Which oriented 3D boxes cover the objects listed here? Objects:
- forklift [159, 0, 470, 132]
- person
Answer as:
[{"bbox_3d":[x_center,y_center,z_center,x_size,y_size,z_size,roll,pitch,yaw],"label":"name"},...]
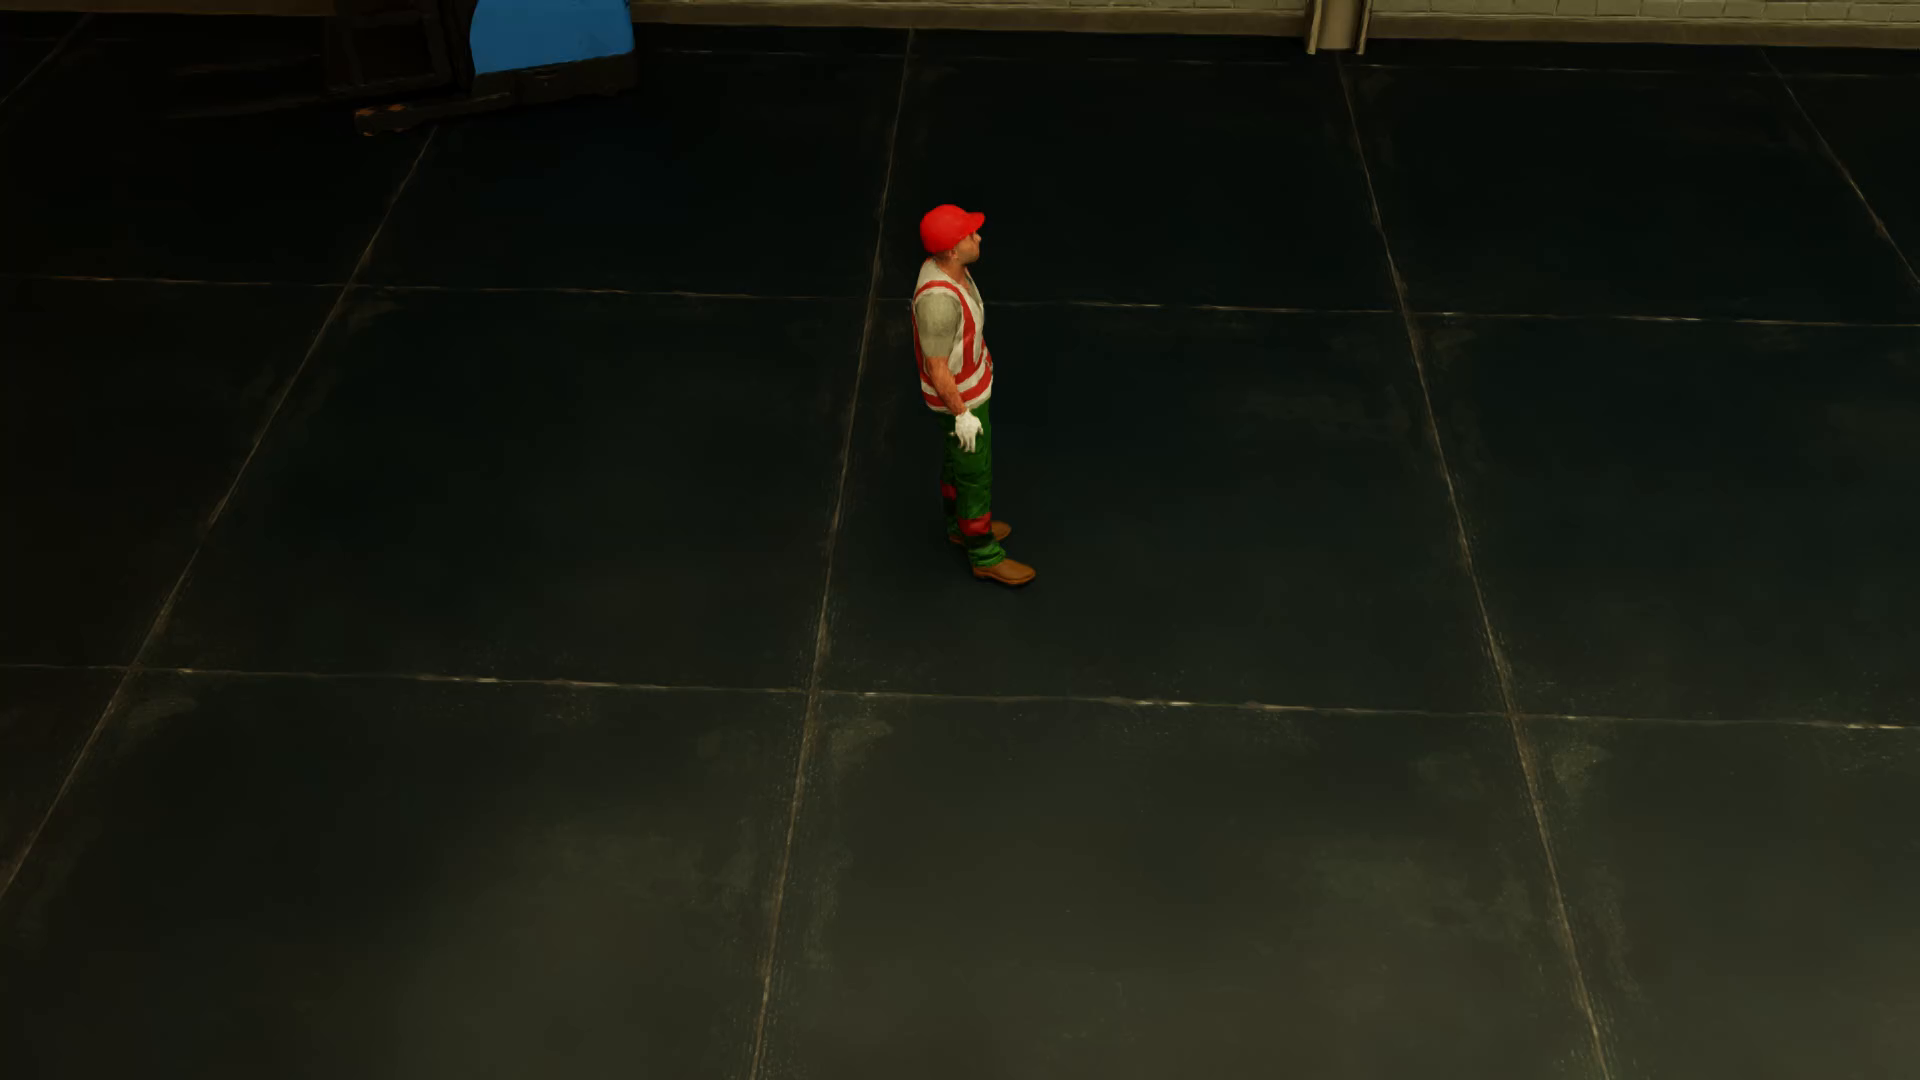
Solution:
[{"bbox_3d":[-3.718,-4.105,10.239,3.031,2.935,1.121,-12,44,-13],"label":"forklift"},{"bbox_3d":[0.010,-0.660,7.299,0.422,1.688,0.637,2,42,2],"label":"person"}]
